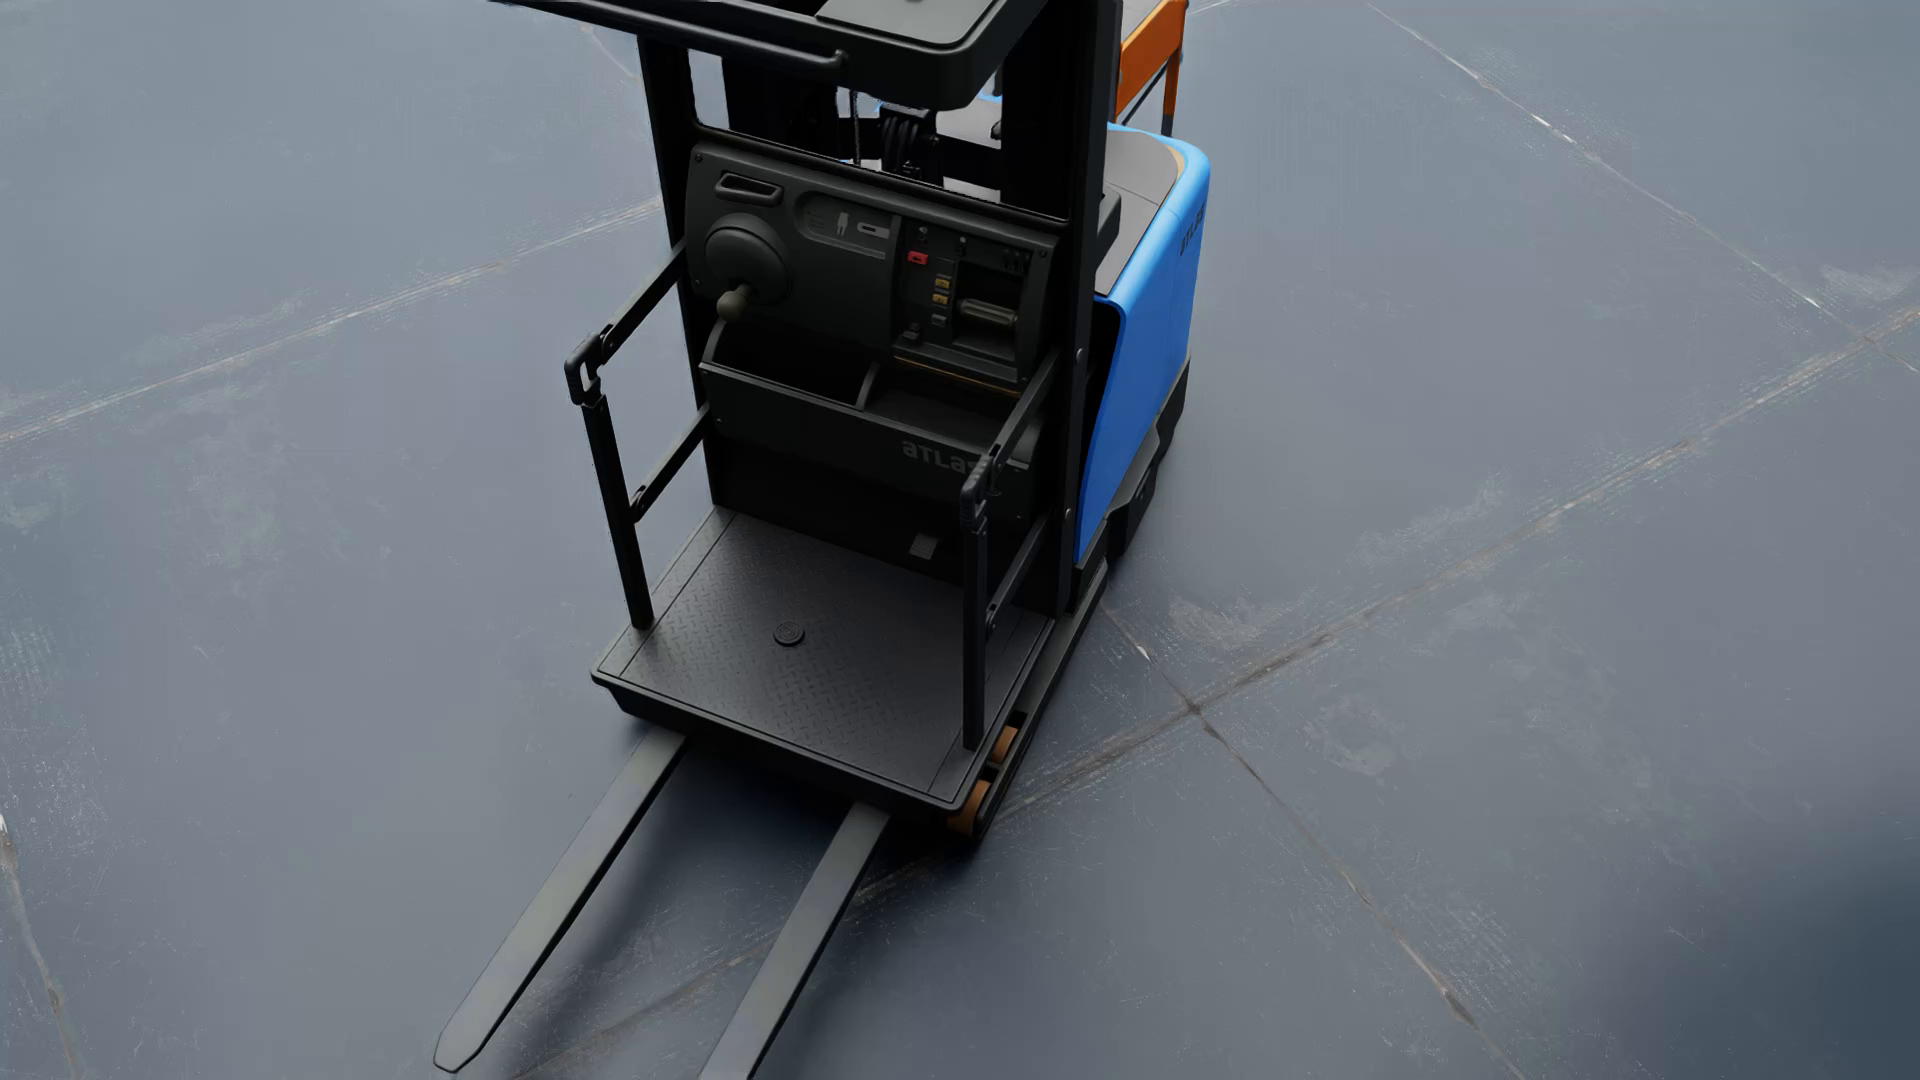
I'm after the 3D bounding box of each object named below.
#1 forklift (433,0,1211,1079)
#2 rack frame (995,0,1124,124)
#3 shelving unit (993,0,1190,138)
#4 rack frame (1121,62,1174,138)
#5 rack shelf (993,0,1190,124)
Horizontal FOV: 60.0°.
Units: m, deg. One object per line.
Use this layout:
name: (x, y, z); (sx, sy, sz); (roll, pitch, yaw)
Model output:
forklift: (-0.312, -0.543, 3.771); (1.130, 2.935, 3.031); (18, 51, 16)
rack frame: (0.285, -1.336, 5.034); (0.400, 2.100, 0.015); (23, 52, 19)
shelving unit: (0.405, -1.495, 5.175); (0.431, 2.100, 0.503); (23, 52, 19)
rack frame: (0.525, -1.653, 5.316); (0.400, 2.100, 0.015); (23, 52, 19)
rack shelf: (0.405, -1.486, 5.185); (0.431, 0.518, 0.480); (23, 52, 19)
